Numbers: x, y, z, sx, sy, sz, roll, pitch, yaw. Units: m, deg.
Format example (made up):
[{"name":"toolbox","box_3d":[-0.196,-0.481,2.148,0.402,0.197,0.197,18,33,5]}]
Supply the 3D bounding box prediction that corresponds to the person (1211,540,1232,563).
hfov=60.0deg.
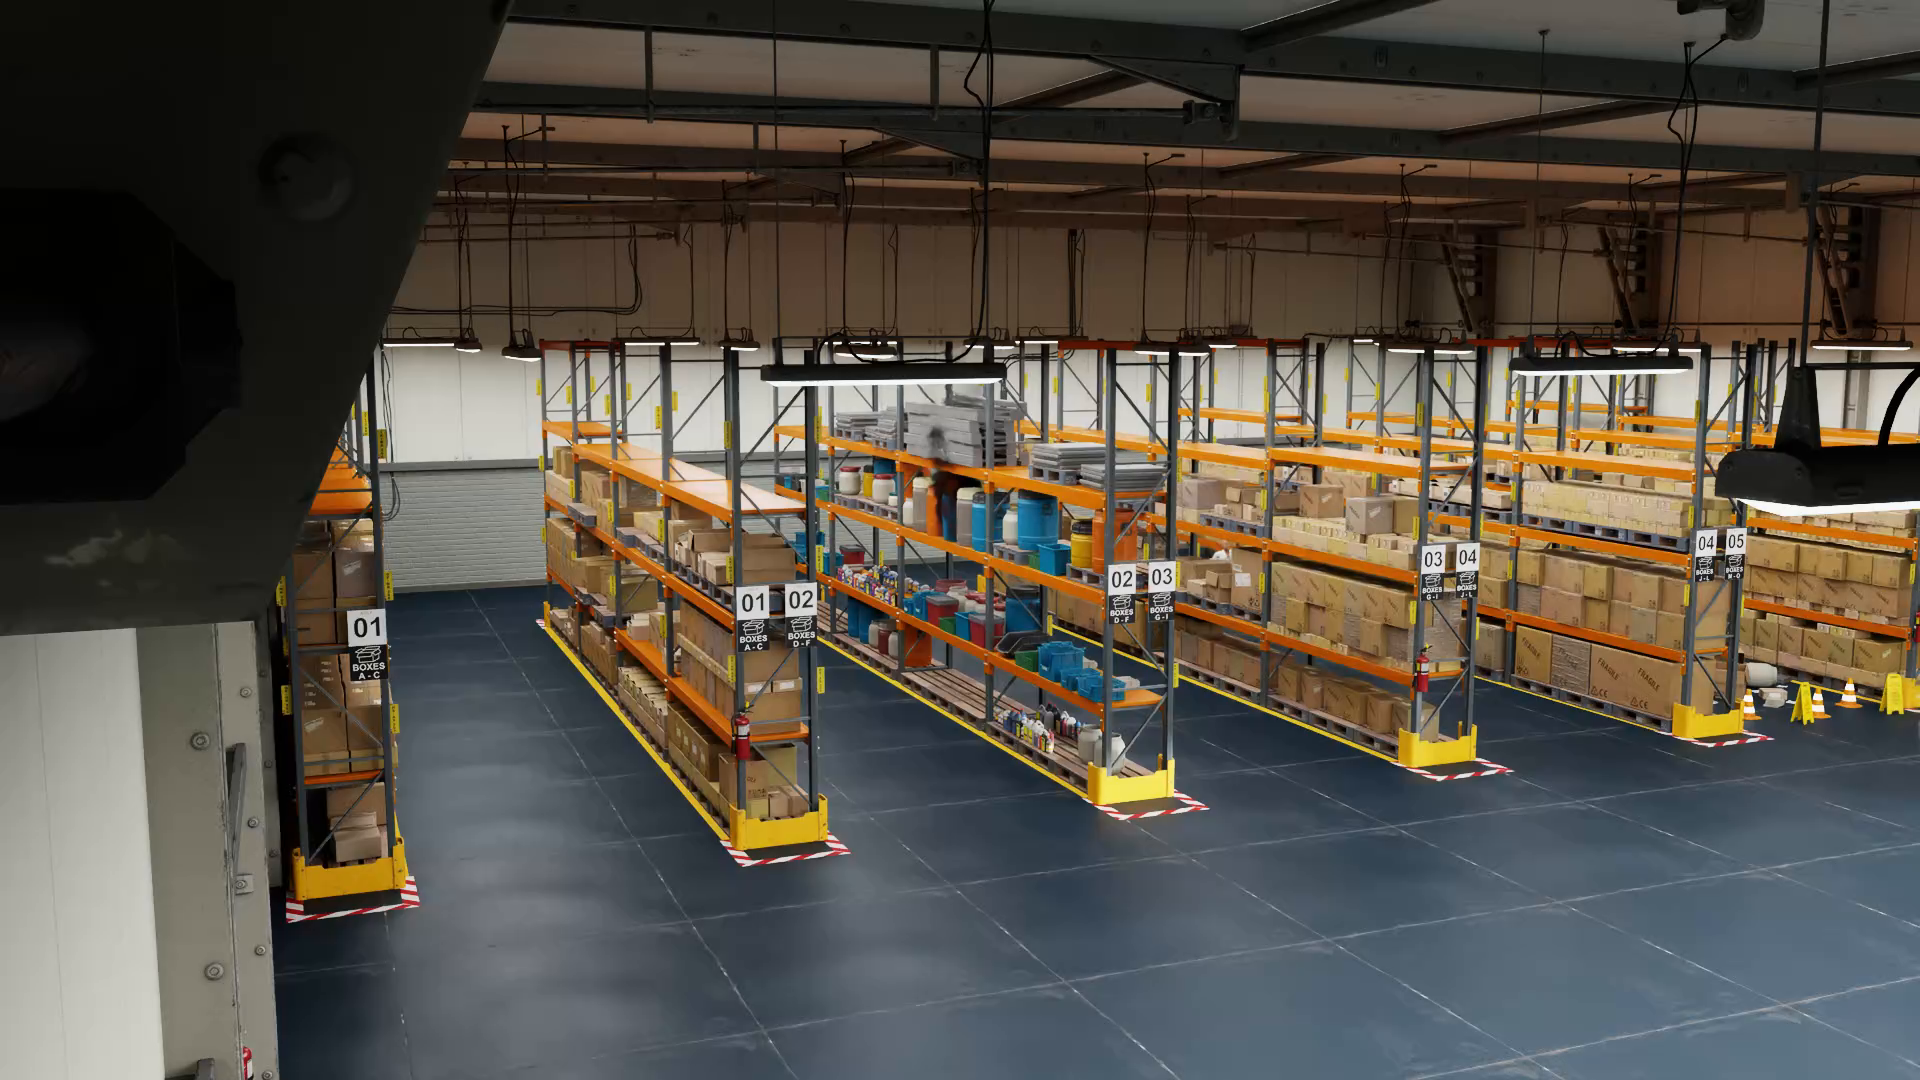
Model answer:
[{"name":"person","box_3d":[5.700,0.845,35.643,0.702,1.754,0.672,-2,8,-15]}]
